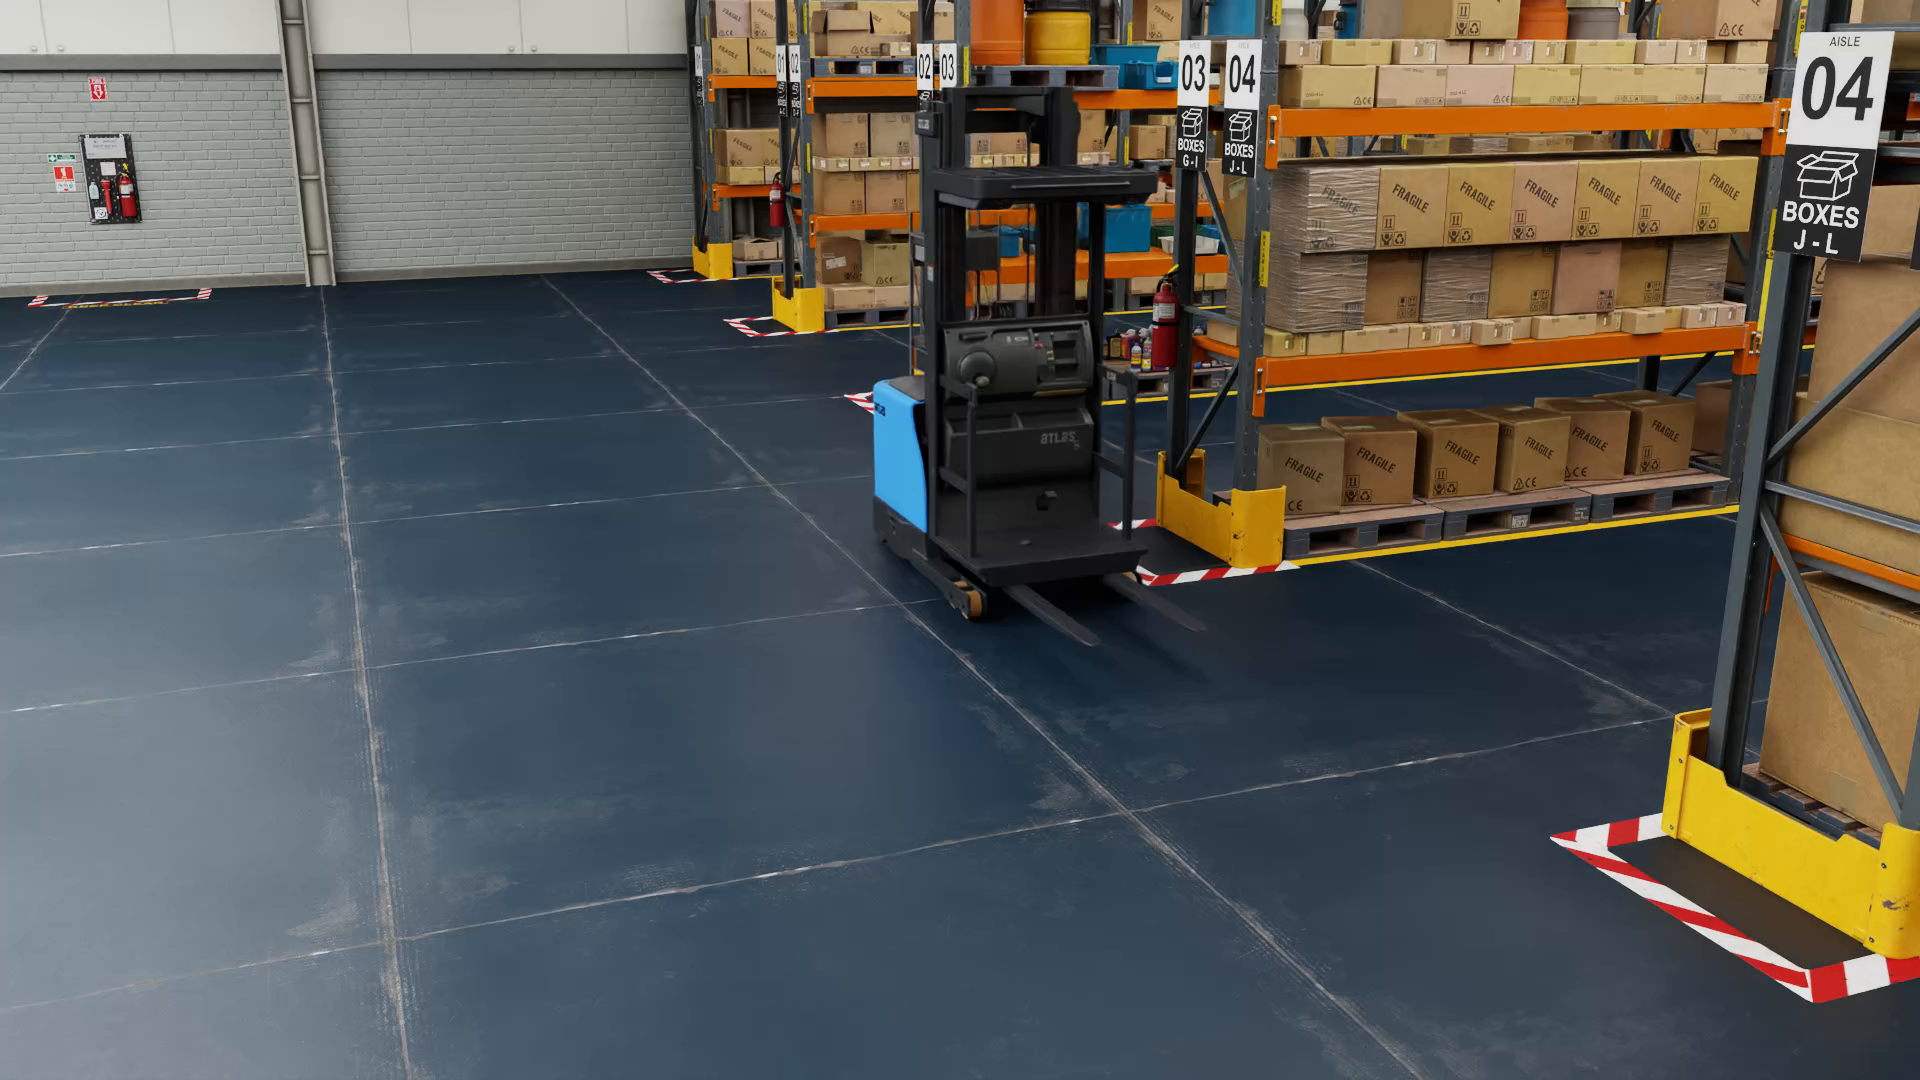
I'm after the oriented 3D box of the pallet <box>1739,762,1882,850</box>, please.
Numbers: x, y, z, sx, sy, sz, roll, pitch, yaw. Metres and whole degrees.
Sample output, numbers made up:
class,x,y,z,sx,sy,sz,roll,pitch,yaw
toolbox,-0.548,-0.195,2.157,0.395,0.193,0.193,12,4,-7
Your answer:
class,x,y,z,sx,sy,sz,roll,pitch,yaw
pallet,4.030,1.136,6.855,1.213,0.211,1.003,-6,17,-20

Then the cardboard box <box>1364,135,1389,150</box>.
class,x,y,z,sx,sy,sz,roll,pitch,yaw
cardboard box,6.706,-6.569,27.403,0.500,0.500,0.500,-6,17,-20

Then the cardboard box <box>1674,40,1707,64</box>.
class,x,y,z,sx,sy,sz,roll,pitch,yaw
cardboard box,4.681,-3.218,10.968,0.250,0.149,0.380,-7,18,-23

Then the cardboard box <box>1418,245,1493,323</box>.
class,x,y,z,sx,sy,sz,roll,pitch,yaw
cardboard box,3.061,-1.776,11.117,0.500,0.500,0.875,-6,17,-20

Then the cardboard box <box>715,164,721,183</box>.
class,x,y,z,sx,sy,sz,roll,pitch,yaw
cardboard box,-3.319,-5.361,24.263,0.500,0.250,0.500,-6,17,-19

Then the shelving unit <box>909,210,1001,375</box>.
class,x,y,z,sx,sy,sz,roll,pitch,yaw
shelving unit,-0.038,-1.167,11.347,0.503,2.100,0.431,-6,18,-20

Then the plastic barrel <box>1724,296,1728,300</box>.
class,x,y,z,sx,sy,sz,roll,pitch,yaw
plastic barrel,8.834,-2.738,18.632,0.708,0.588,0.600,-6,17,-20

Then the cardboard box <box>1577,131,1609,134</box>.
class,x,y,z,sx,sy,sz,roll,pitch,yaw
cardboard box,10.782,-7.029,29.177,0.700,0.700,0.980,-5,17,-18

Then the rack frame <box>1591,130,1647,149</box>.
class,x,y,z,sx,sy,sz,roll,pitch,yaw
rack frame,9.295,-5.233,23.593,0.127,3.000,1.000,-6,17,-20

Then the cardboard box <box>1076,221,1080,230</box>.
class,x,y,z,sx,sy,sz,roll,pitch,yaw
cardboard box,1.686,-4.925,26.203,0.500,0.500,0.700,-6,17,-19

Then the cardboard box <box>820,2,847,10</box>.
class,x,y,z,sx,sy,sz,roll,pitch,yaw
cardboard box,-1.931,-7.565,24.225,0.500,0.500,0.500,-6,17,-20

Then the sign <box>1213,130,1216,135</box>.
class,x,y,z,sx,sy,sz,roll,pitch,yaw
sign,3.987,-6.508,26.022,0.005,0.325,0.100,-6,17,-20

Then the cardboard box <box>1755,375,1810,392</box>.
class,x,y,z,sx,sy,sz,roll,pitch,yaw
cardboard box,6.399,-0.930,12.598,0.500,0.500,0.700,-6,17,-20

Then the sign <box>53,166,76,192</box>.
class,x,y,z,sx,sy,sz,roll,pitch,yaw
sign,-11.819,-4.768,21.949,0.234,0.329,0.001,-6,17,-20

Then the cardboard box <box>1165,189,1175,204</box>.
class,x,y,z,sx,sy,sz,roll,pitch,yaw
cardboard box,2.726,-4.341,21.003,0.250,0.149,0.380,-6,17,-20

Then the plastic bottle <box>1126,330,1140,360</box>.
class,x,y,z,sx,sy,sz,roll,pitch,yaw
plastic bottle,1.701,-1.918,16.345,0.133,0.283,0.061,-6,17,-20

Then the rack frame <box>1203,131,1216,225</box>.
class,x,y,z,sx,sy,sz,roll,pitch,yaw
rack frame,3.784,-6.132,26.657,0.127,3.000,1.000,-6,17,-20

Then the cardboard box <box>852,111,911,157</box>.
class,x,y,z,sx,sy,sz,roll,pitch,yaw
cardboard box,-0.931,-4.797,19.629,0.500,0.500,0.700,-7,18,-22

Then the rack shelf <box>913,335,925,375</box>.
class,x,y,z,sx,sy,sz,roll,pitch,yaw
rack shelf,-0.038,-1.154,11.350,0.480,0.518,0.431,-6,18,-20

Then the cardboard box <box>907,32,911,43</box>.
class,x,y,z,sx,sy,sz,roll,pitch,yaw
cardboard box,-0.410,-5.929,19.807,0.500,0.311,0.500,-4,17,-14

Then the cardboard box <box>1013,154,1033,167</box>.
class,x,y,z,sx,sy,sz,roll,pitch,yaw
cardboard box,0.697,-4.599,20.108,0.250,0.149,0.380,-6,17,-20

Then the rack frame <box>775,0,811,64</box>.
class,x,y,z,sx,sy,sz,roll,pitch,yaw
rack frame,-1.910,-6.901,18.628,0.127,3.000,1.000,-6,17,-20

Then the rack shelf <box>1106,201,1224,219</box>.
class,x,y,z,sx,sy,sz,roll,pitch,yaw
rack shelf,3.693,-4.282,21.635,4.000,0.370,1.077,-6,17,-20

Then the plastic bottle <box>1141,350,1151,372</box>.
class,x,y,z,sx,sy,sz,roll,pitch,yaw
plastic bottle,1.760,-1.699,15.745,0.097,0.201,0.097,0,16,0

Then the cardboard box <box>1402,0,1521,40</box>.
class,x,y,z,sx,sy,sz,roll,pitch,yaw
cardboard box,3.114,-3.364,10.315,0.500,0.500,0.500,-6,17,-20

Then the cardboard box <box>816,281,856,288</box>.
class,x,y,z,sx,sy,sz,roll,pitch,yaw
cardboard box,-1.515,-3.037,20.250,0.500,0.250,0.500,-6,17,-20

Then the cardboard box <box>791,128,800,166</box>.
class,x,y,z,sx,sy,sz,roll,pitch,yaw
cardboard box,-2.183,-5.690,24.050,0.500,0.500,0.500,-7,18,-22

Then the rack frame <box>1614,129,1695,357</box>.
class,x,y,z,sx,sy,sz,roll,pitch,yaw
rack frame,7.329,-3.526,17.781,0.127,3.000,1.000,-6,17,-20

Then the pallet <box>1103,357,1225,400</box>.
class,x,y,z,sx,sy,sz,roll,pitch,yaw
pallet,1.811,-1.604,16.184,1.213,0.211,1.003,-6,17,-20

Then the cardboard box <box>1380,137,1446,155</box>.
class,x,y,z,sx,sy,sz,roll,pitch,yaw
cardboard box,6.108,-5.172,22.464,0.500,0.500,0.700,-13,21,-38

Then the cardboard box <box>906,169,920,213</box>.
class,x,y,z,sx,sy,sz,roll,pitch,yaw
cardboard box,-0.515,-4.217,19.958,0.500,0.500,0.700,-6,17,-20

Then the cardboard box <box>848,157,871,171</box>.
class,x,y,z,sx,sy,sz,roll,pitch,yaw
cardboard box,-1.221,-4.392,19.403,0.250,0.149,0.380,-7,18,-22

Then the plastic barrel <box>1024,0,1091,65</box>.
class,x,y,z,sx,sy,sz,roll,pitch,yaw
plastic barrel,0.878,-4.598,15.031,0.600,0.588,0.600,0,16,0

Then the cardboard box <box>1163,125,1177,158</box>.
class,x,y,z,sx,sy,sz,roll,pitch,yaw
cardboard box,3.349,-6.341,26.410,0.500,0.500,0.700,-8,18,-27

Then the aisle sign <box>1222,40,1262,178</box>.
class,x,y,z,sx,sy,sz,roll,pitch,yaw
aisle sign,1.681,-2.578,9.940,0.004,0.787,0.394,-6,17,-20

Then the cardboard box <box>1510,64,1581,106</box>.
class,x,y,z,sx,sy,sz,roll,pitch,yaw
cardboard box,3.601,-2.920,10.661,0.500,0.250,0.500,-6,17,-18

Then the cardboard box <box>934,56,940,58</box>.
class,x,y,z,sx,sy,sz,roll,pitch,yaw
cardboard box,-0.336,-7.110,24.448,0.500,0.500,0.500,-6,17,-19

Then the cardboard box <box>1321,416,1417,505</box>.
class,x,y,z,sx,sy,sz,roll,pitch,yaw
cardboard box,2.766,-0.546,11.325,0.500,0.500,0.500,-2,16,-6

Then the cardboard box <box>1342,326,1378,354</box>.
class,x,y,z,sx,sy,sz,roll,pitch,yaw
cardboard box,2.462,-1.303,10.657,0.250,0.149,0.380,-6,17,-20

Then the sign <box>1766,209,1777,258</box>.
class,x,y,z,sx,sy,sz,roll,pitch,yaw
sign,5.568,-2.093,11.364,0.005,0.325,0.100,-6,17,-20

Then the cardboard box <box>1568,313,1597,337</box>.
class,x,y,z,sx,sy,sz,roll,pitch,yaw
cardboard box,4.086,-1.487,11.283,0.250,0.149,0.380,-6,17,-20

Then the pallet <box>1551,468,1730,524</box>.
class,x,y,z,sx,sy,sz,roll,pitch,yaw
pallet,4.752,-0.404,12.100,1.213,0.211,1.003,-6,17,-20

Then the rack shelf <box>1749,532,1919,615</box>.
class,x,y,z,sx,sy,sz,roll,pitch,yaw
rack shelf,5.179,0.043,6.906,4.000,0.370,1.077,-6,17,-20

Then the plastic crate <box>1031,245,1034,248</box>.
class,x,y,z,sx,sy,sz,roll,pitch,yaw
plastic crate,0.810,-2.598,15.090,0.250,0.136,0.298,-6,17,-20

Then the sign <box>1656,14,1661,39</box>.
class,x,y,z,sx,sy,sz,roll,pitch,yaw
sign,9.497,-6.963,22.546,0.005,0.325,0.100,-6,17,-20

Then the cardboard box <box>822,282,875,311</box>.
class,x,y,z,sx,sy,sz,roll,pitch,yaw
cardboard box,-1.330,-2.900,19.786,0.500,0.250,0.500,-6,17,-20

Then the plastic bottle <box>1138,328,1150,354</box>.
class,x,y,z,sx,sy,sz,roll,pitch,yaw
plastic bottle,1.792,-1.956,16.489,0.135,0.276,0.152,-7,18,-22

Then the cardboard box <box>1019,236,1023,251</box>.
class,x,y,z,sx,sy,sz,roll,pitch,yaw
cardboard box,0.534,-3.465,20.378,0.500,0.500,0.500,-6,17,-20

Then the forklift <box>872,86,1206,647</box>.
class,x,y,z,sx,sy,sz,roll,pitch,yaw
forklift,0.428,-1.085,9.590,1.130,2.935,3.031,-6,17,-20

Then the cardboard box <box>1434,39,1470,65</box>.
class,x,y,z,sx,sy,sz,roll,pitch,yaw
cardboard box,2.948,-3.032,10.335,0.250,0.149,0.380,-6,17,-20

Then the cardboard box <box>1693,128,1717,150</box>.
class,x,y,z,sx,sy,sz,roll,pitch,yaw
cardboard box,10.318,-5.786,23.525,0.500,0.500,0.500,-7,18,-22

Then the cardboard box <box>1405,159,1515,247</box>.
class,x,y,z,sx,sy,sz,roll,pitch,yaw
cardboard box,3.178,-2.169,10.682,0.500,0.500,0.500,-6,17,-20

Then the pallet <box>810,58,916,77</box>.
class,x,y,z,sx,sy,sz,roll,pitch,yaw
pallet,-1.241,-5.484,19.283,1.213,0.211,1.003,-6,17,-20

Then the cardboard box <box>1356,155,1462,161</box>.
class,x,y,z,sx,sy,sz,roll,pitch,yaw
cardboard box,2.989,-2.309,11.156,0.500,0.500,0.500,-6,17,-20

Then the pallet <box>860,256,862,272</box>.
class,x,y,z,sx,sy,sz,roll,pitch,yaw
pallet,-1.707,-4.190,24.992,1.213,0.211,1.003,-6,17,-20
